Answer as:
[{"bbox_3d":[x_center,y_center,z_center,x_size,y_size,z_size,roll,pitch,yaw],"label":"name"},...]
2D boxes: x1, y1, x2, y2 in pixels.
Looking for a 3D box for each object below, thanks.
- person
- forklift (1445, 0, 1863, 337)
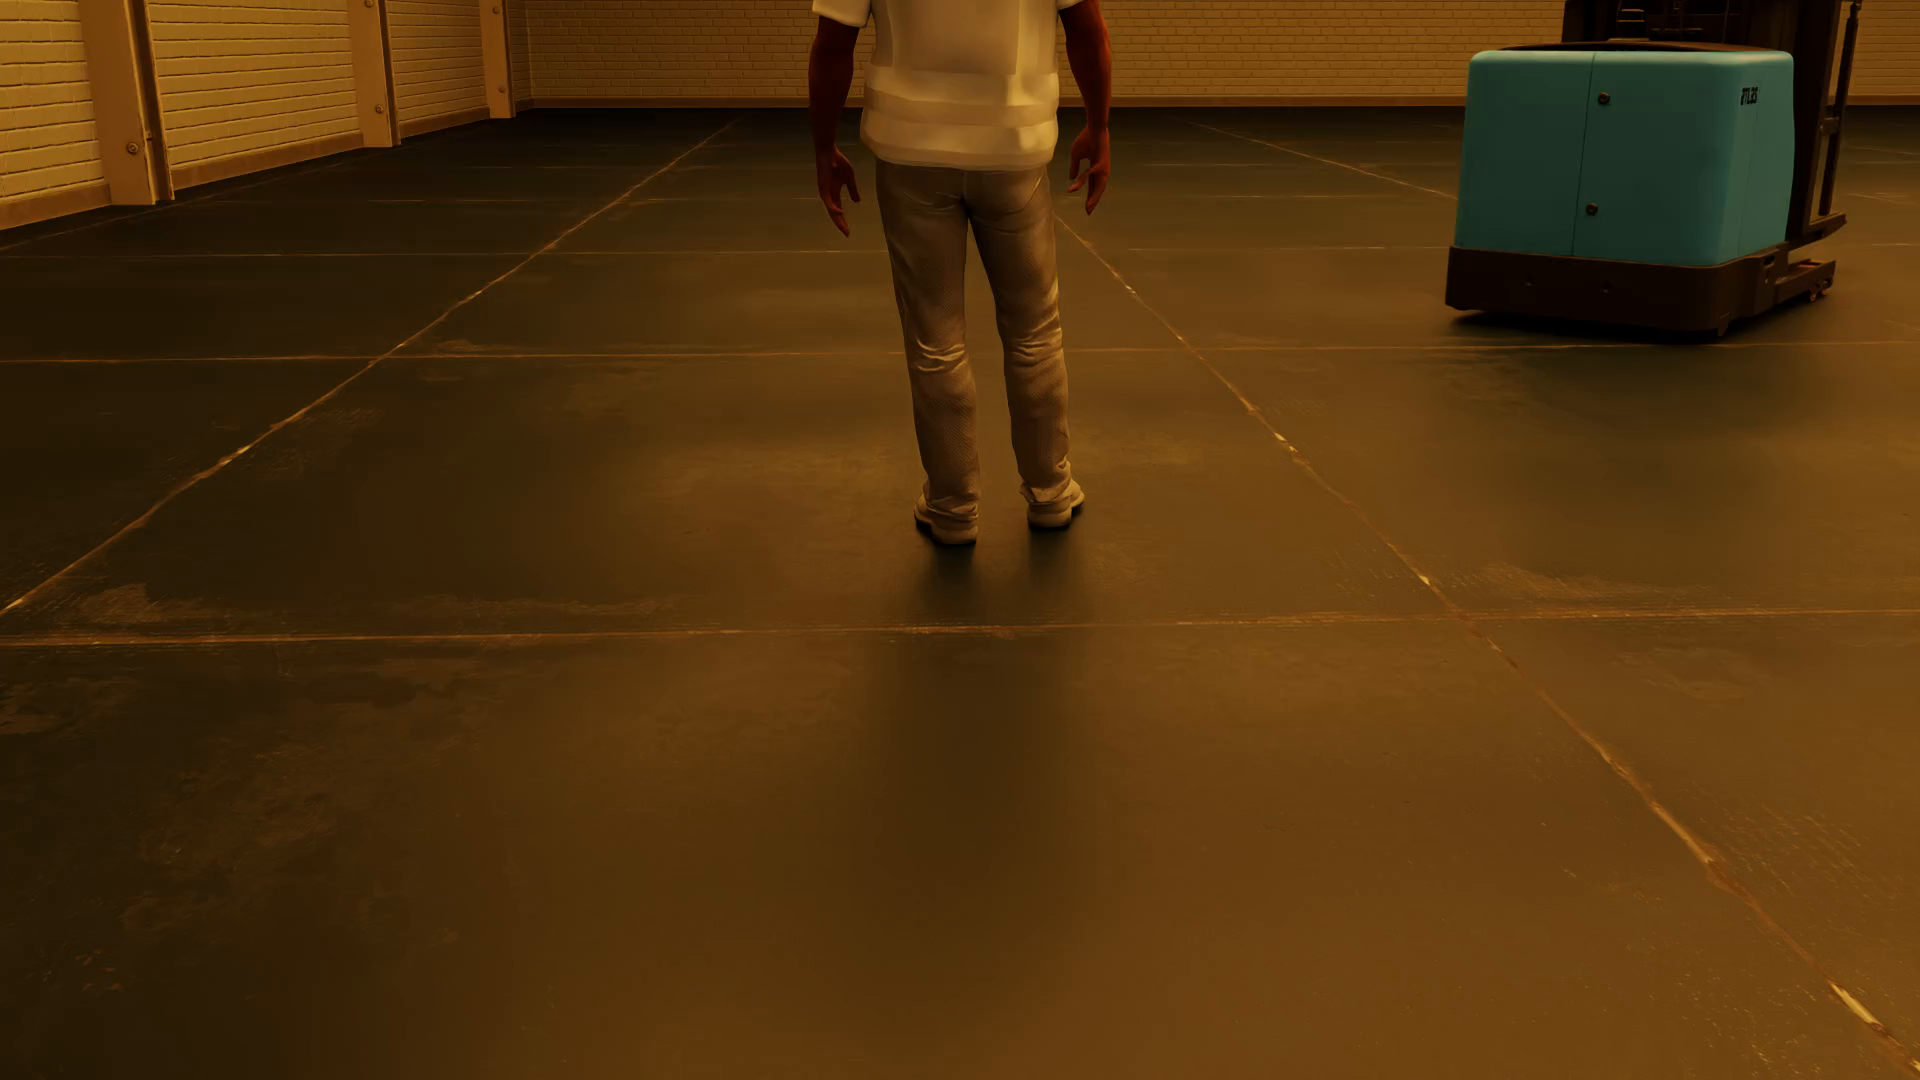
[{"bbox_3d":[0.002,-0.872,3.725,0.665,1.768,0.575,-1,17,-3],"label":"person"},{"bbox_3d":[3.313,-2.541,7.213,1.130,2.935,3.031,13,21,37],"label":"forklift"}]
